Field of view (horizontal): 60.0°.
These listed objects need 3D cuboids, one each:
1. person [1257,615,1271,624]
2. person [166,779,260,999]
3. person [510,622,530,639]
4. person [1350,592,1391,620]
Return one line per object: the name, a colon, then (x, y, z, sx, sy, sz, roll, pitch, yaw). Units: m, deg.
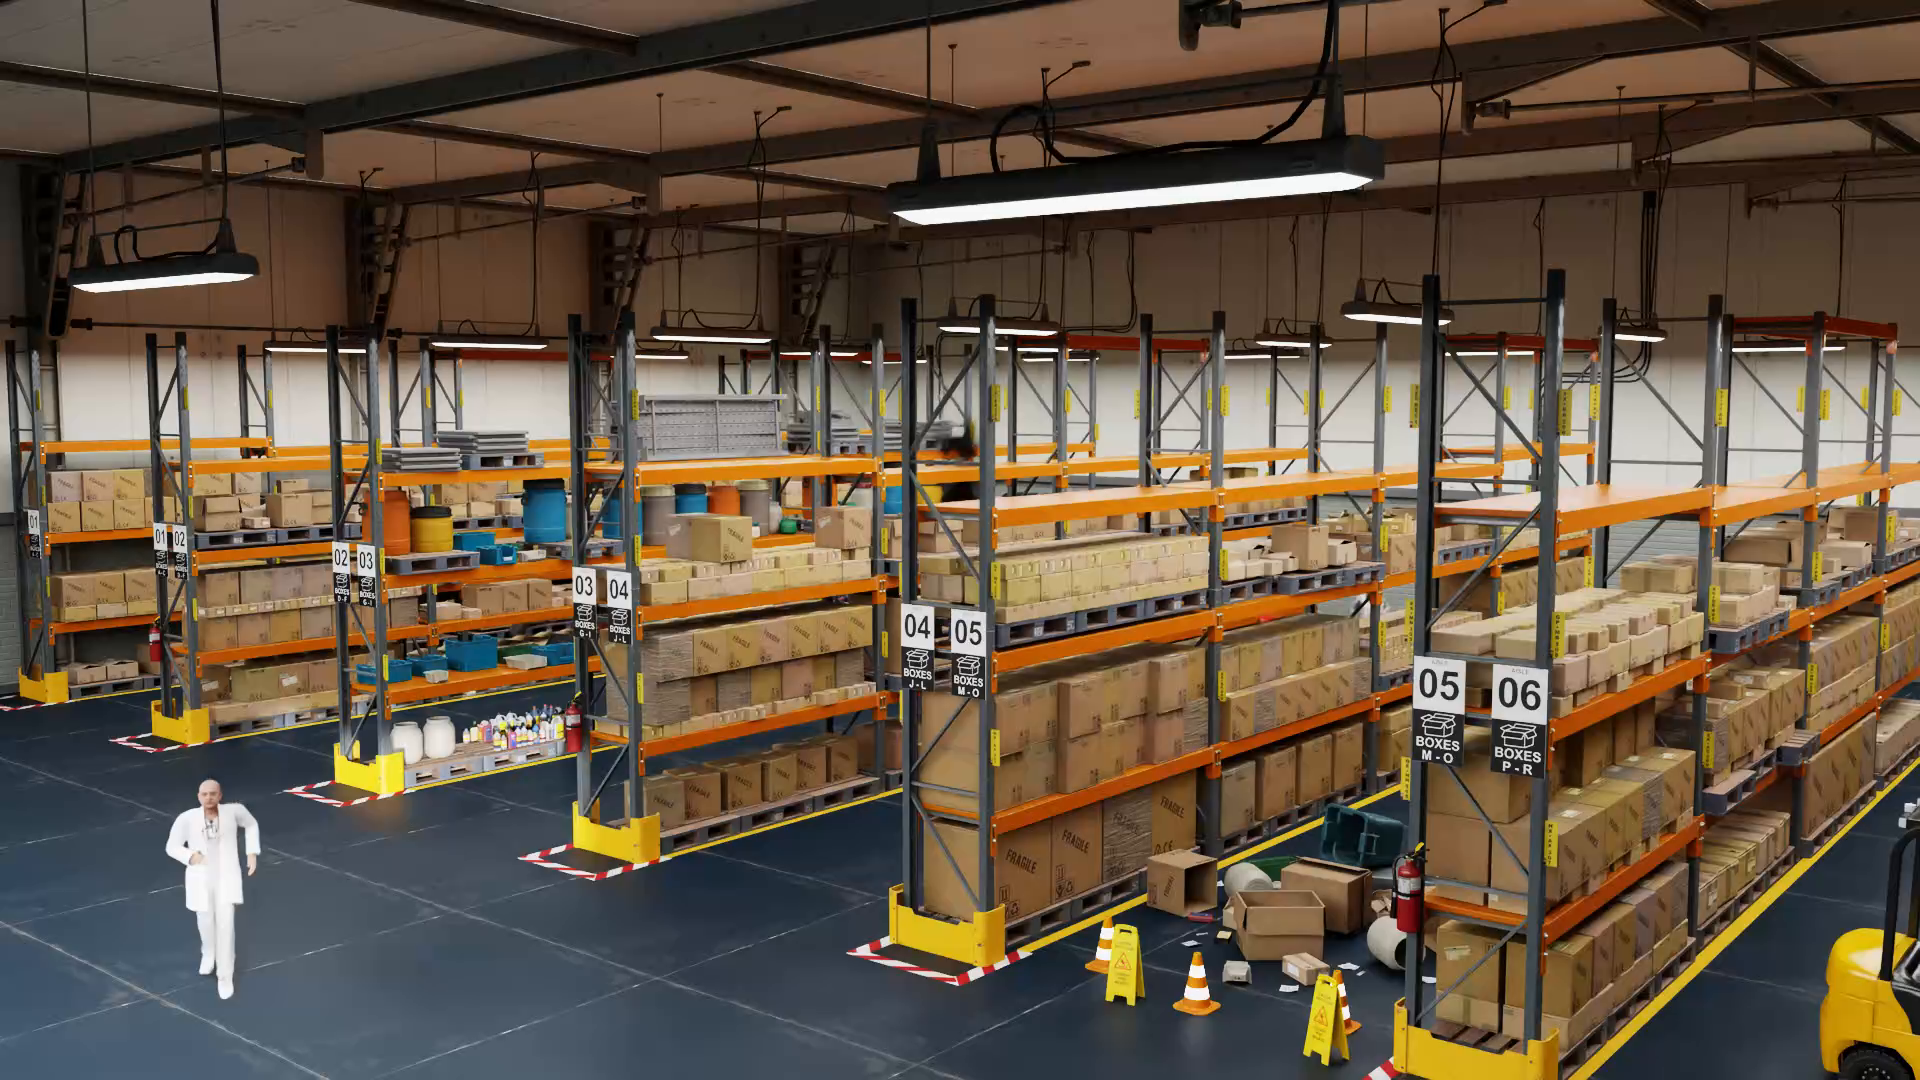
person: (4.646, 2.005, 25.494, 0.657, 1.740, 0.673, 3, 6, 30)
person: (-6.480, 2.981, 14.471, 0.736, 1.845, 0.887, -2, 6, -21)
person: (-8.240, 1.555, 31.356, 0.584, 1.628, 0.668, 4, 6, 37)
person: (7.487, 1.578, 30.202, 0.702, 1.780, 0.779, 0, 5, -4)
